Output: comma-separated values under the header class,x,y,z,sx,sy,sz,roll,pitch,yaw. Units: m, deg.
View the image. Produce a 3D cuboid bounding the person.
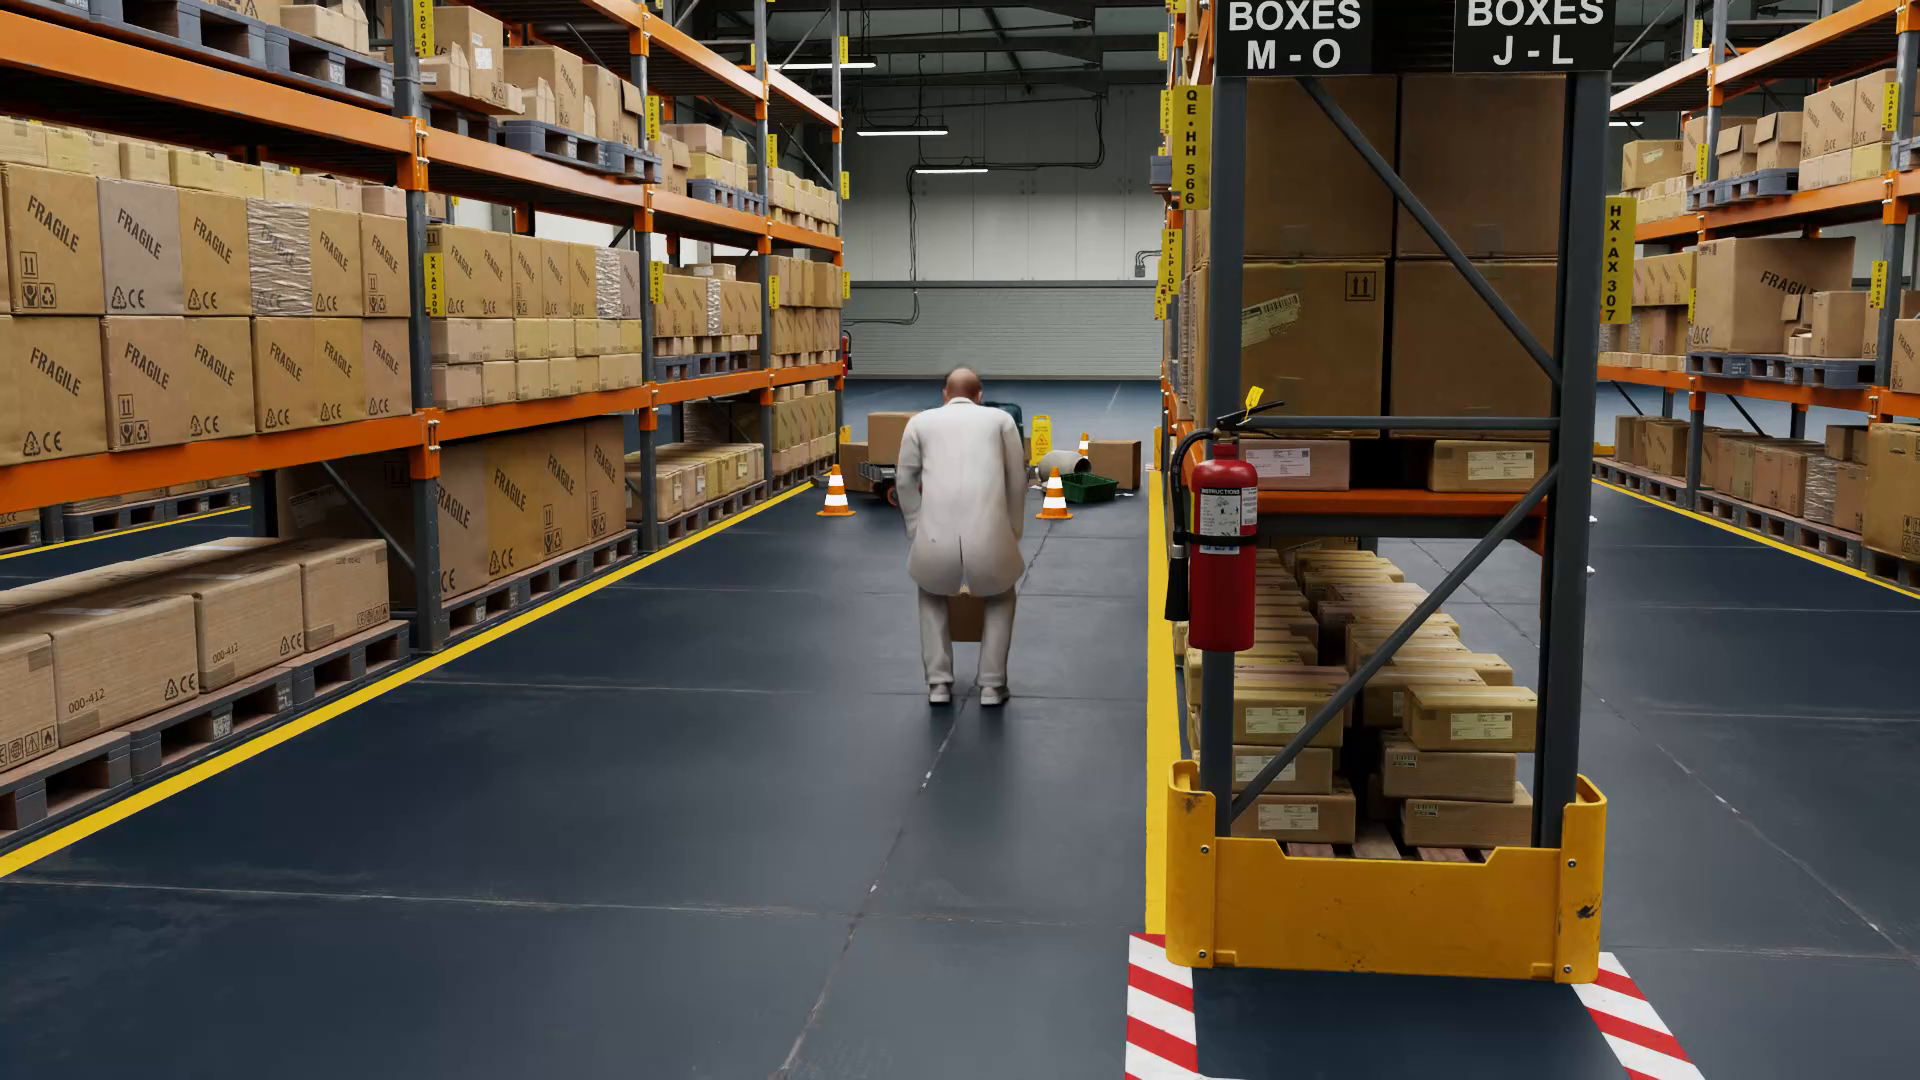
class,x,y,z,sx,sy,sz,roll,pitch,yaw
person,0.000,-0.018,7.838,0.625,1.564,0.612,1,7,7
